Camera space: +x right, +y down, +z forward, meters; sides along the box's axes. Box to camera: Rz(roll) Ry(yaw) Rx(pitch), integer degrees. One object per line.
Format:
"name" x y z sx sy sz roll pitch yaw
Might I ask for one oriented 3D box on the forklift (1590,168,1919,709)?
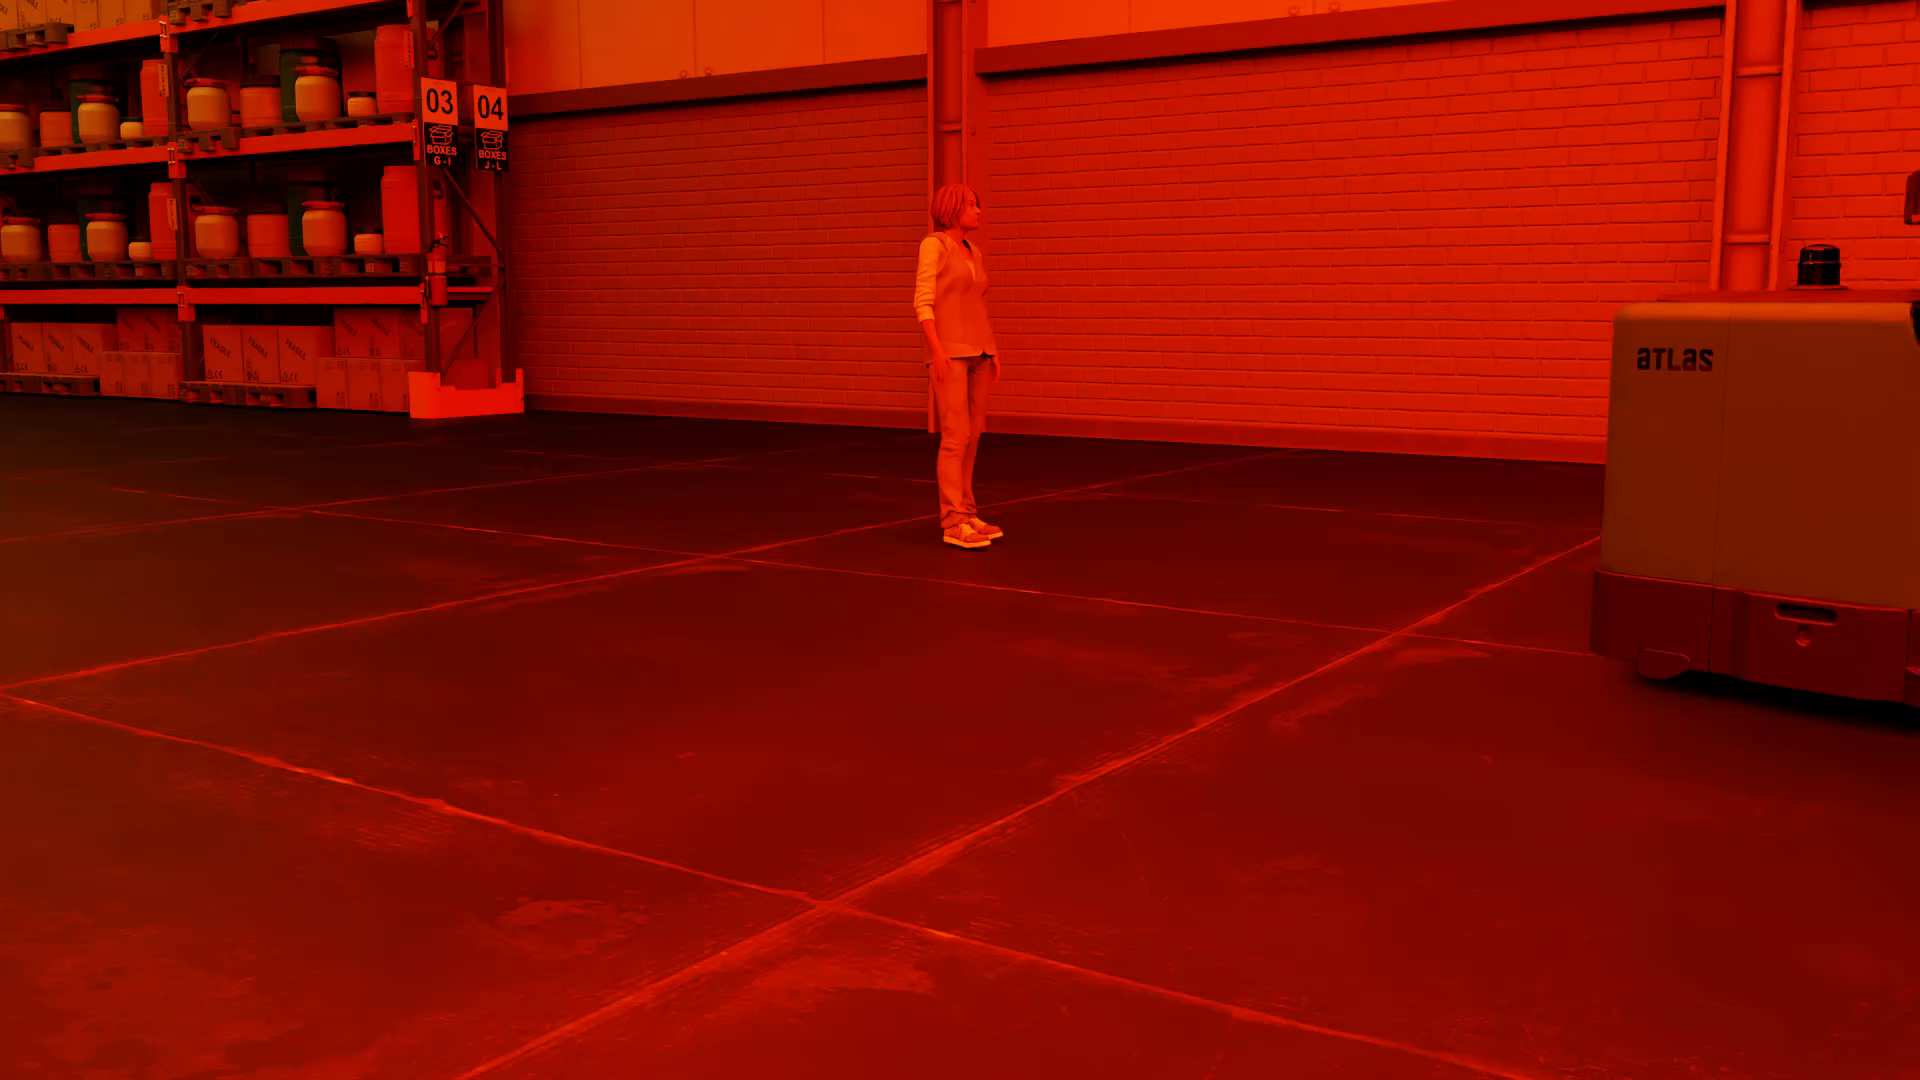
"forklift" 3.198 -0.950 3.871 1.130 2.935 3.031 -7 11 -42

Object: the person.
"person" 0.053 -0.791 7.438 0.475 1.597 0.520 5 10 34
